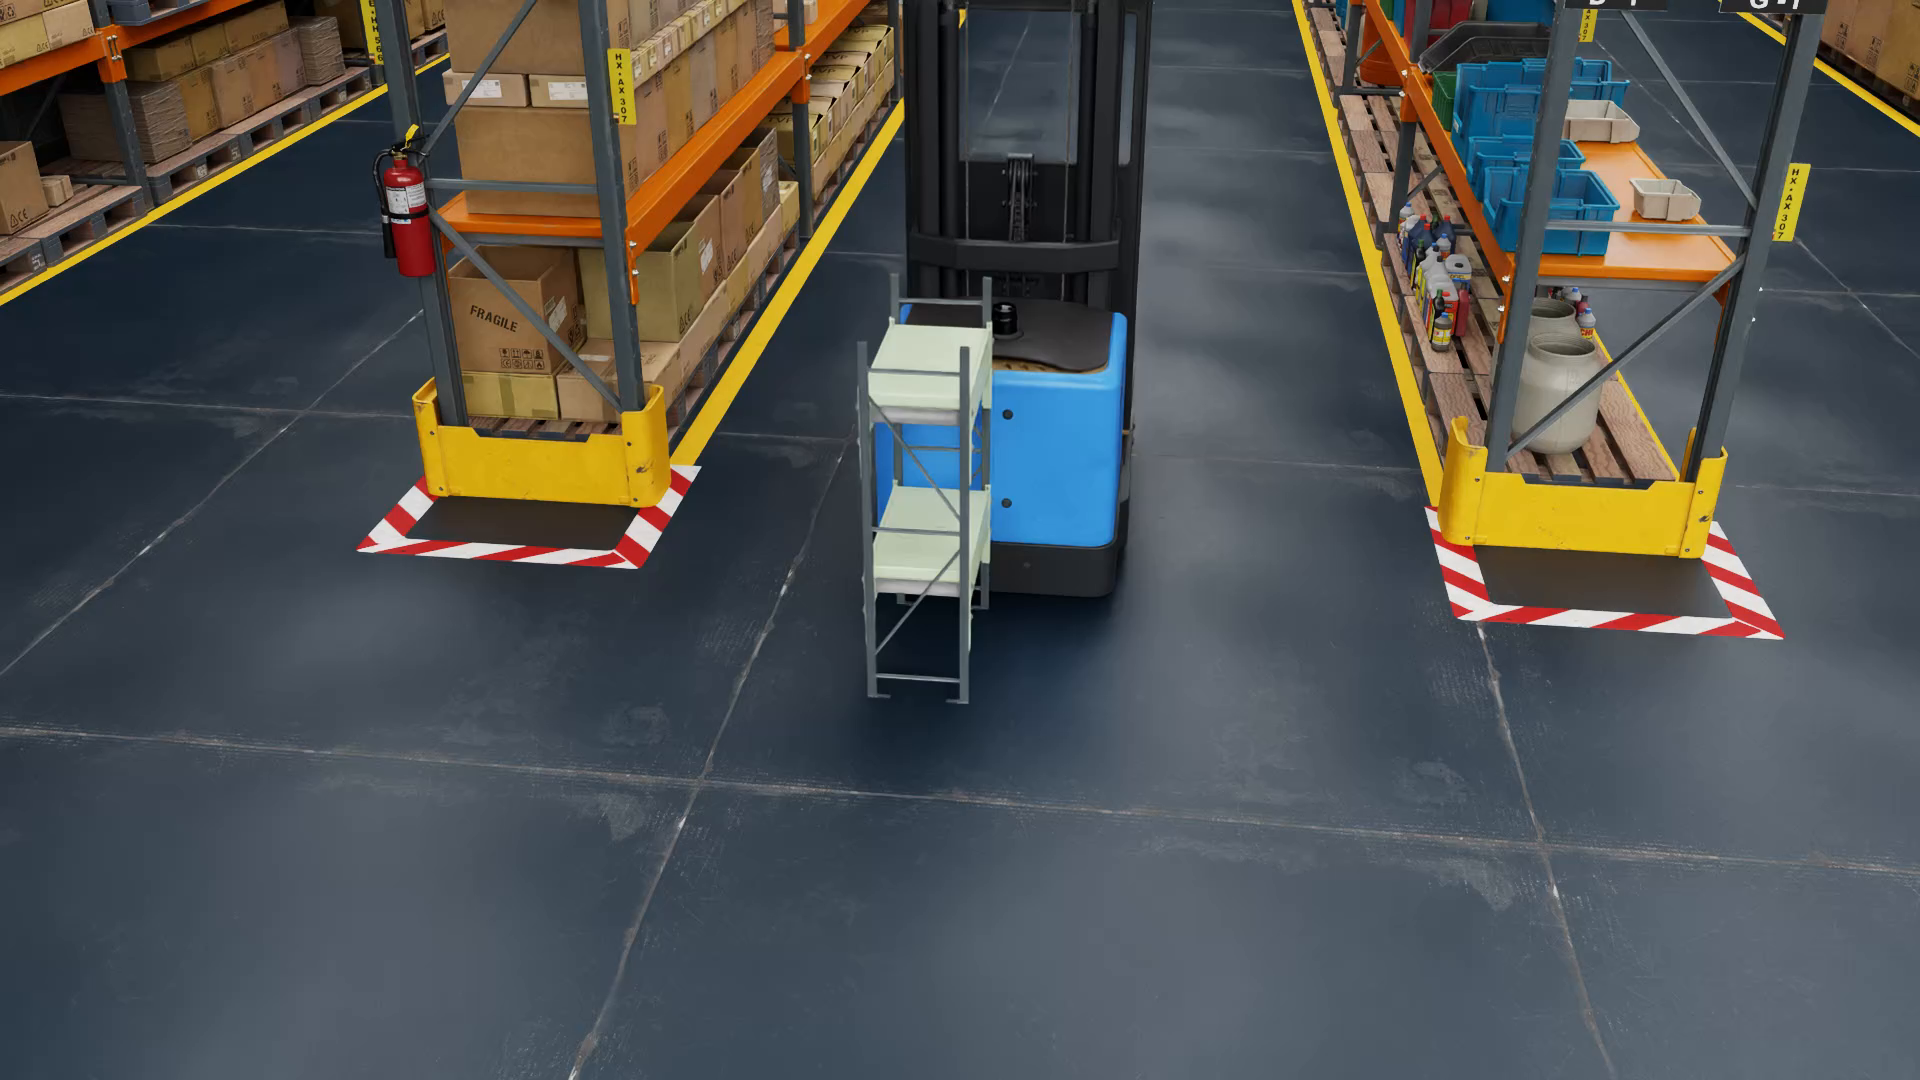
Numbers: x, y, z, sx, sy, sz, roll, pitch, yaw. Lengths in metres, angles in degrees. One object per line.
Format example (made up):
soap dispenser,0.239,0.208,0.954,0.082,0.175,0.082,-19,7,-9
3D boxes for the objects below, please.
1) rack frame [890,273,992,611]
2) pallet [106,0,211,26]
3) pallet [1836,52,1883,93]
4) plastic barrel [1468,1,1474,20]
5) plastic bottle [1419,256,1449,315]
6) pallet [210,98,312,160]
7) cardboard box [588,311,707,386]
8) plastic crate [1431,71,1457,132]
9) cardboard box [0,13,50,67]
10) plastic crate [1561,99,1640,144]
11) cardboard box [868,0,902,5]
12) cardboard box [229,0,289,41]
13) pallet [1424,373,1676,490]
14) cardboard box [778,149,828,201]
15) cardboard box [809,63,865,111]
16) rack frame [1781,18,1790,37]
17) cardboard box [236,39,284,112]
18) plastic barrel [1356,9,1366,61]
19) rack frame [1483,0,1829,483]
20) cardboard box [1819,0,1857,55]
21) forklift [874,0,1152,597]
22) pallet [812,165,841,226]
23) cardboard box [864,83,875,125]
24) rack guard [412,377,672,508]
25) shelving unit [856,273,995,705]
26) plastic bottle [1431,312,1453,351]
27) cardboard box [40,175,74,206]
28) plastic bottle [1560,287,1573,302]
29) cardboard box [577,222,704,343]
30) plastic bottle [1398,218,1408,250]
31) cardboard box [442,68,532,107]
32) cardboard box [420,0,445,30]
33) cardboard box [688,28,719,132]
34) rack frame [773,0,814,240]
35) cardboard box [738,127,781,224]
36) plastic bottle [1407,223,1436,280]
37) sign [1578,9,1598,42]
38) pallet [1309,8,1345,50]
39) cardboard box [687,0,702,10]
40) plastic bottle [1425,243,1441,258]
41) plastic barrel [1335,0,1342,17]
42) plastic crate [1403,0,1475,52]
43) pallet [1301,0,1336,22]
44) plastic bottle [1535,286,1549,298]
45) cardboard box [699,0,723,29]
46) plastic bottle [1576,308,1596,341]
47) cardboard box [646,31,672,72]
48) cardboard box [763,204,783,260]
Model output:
rack frame,-0.075,-0.372,6.860,0.400,1.500,0.023,3,28,6
pallet,-6.216,-4.036,12.280,1.003,0.211,1.213,3,28,6
pallet,9.107,-4.500,15.880,1.003,0.211,1.213,3,28,6
plastic barrel,3.693,-3.746,11.687,0.301,0.262,0.301,0,28,0
plastic bottle,2.769,-1.488,9.679,0.144,0.351,0.185,5,29,8
pallet,-6.213,-3.484,13.993,1.003,0.211,1.213,3,28,6
cardboard box,-1.683,-1.049,8.991,0.500,0.250,0.500,3,28,6
plastic crate,2.932,-2.477,9.409,0.450,0.188,0.662,3,28,6
cardboard box,-6.281,-3.237,10.733,0.500,0.250,0.500,3,29,6
plastic crate,3.431,-2.298,9.131,0.530,0.136,0.437,3,28,6
cardboard box,-0.649,-4.903,15.860,0.500,0.500,0.500,2,28,4
cardboard box,-6.133,-4.468,14.262,0.500,0.250,0.500,4,29,7
pallet,2.956,-0.503,8.461,1.003,0.211,1.213,3,28,6
cardboard box,-1.242,-2.632,11.930,0.500,0.250,0.500,3,28,5
cardboard box,-1.052,-3.608,13.149,0.500,0.311,0.500,4,29,8
rack frame,9.274,-6.671,16.970,1.000,3.000,0.127,3,28,6
cardboard box,-6.212,-3.932,14.057,0.700,0.500,0.500,3,28,6
plastic barrel,3.892,-4.668,15.432,0.421,0.512,0.421,0,28,0
rack frame,2.888,-1.310,7.019,1.000,3.000,0.127,3,28,6
cardboard box,9.107,-5.197,16.032,1.225,0.875,0.875,2,28,4
forklift,0.323,-1.718,7.848,1.130,2.935,3.031,3,28,6
pallet,-1.486,-2.604,12.361,1.003,0.211,1.213,3,28,6
cardboard box,-0.994,-3.599,13.723,0.500,0.250,0.500,4,29,7
rack guard,-2.030,-0.488,8.129,1.175,0.500,0.348,3,28,6
shelving unit,-0.120,-0.200,6.540,0.431,1.500,0.755,3,28,6
plastic bottle,2.678,-1.162,9.230,0.097,0.201,0.097,0,28,0
cardboard box,-6.490,-2.461,11.680,0.380,0.166,0.250,0,28,0
plastic bottle,3.474,-1.346,9.499,0.097,0.271,0.097,0,28,0
cardboard box,-1.682,-1.379,8.813,0.500,0.500,0.500,3,28,6
plastic bottle,2.892,-1.982,10.754,0.097,0.201,0.097,0,28,0
cardboard box,-2.170,-2.120,7.734,0.380,0.149,0.250,3,28,5
cardboard box,-5.630,-5.641,16.881,0.750,0.750,0.750,3,28,6
cardboard box,-1.771,-2.592,9.292,0.700,0.500,0.500,4,29,8
rack frame,-1.537,-3.483,11.052,1.000,3.000,0.127,3,28,6
cardboard box,-1.450,-2.321,10.562,0.500,0.500,0.500,3,28,6
plastic bottle,2.844,-1.776,10.213,0.144,0.351,0.185,2,28,4
sign,3.923,-3.278,10.379,0.100,0.325,0.005,3,28,6
pallet,4.223,-5.370,17.496,1.003,0.211,1.213,3,28,6
cardboard box,-1.770,-3.180,9.016,0.700,0.500,0.500,3,28,6
plastic bottle,2.863,-1.669,10.099,0.097,0.271,0.097,0,28,0
plastic barrel,4.275,-5.965,17.429,0.600,0.901,0.708,3,28,6
plastic crate,3.134,-3.467,10.955,0.402,0.464,0.583,3,28,6
pallet,4.410,-6.079,18.812,1.003,0.211,1.213,3,28,6
plastic bottle,3.498,-1.549,9.871,0.152,0.276,0.135,4,29,7
cardboard box,-1.545,-2.949,9.272,0.380,0.149,0.250,4,29,8
plastic bottle,3.420,-1.138,9.112,0.097,0.271,0.097,0,28,0
cardboard box,-1.671,-2.462,8.368,0.380,0.149,0.250,3,28,5
cardboard box,-1.448,-1.991,10.740,0.500,0.250,0.500,3,28,6
